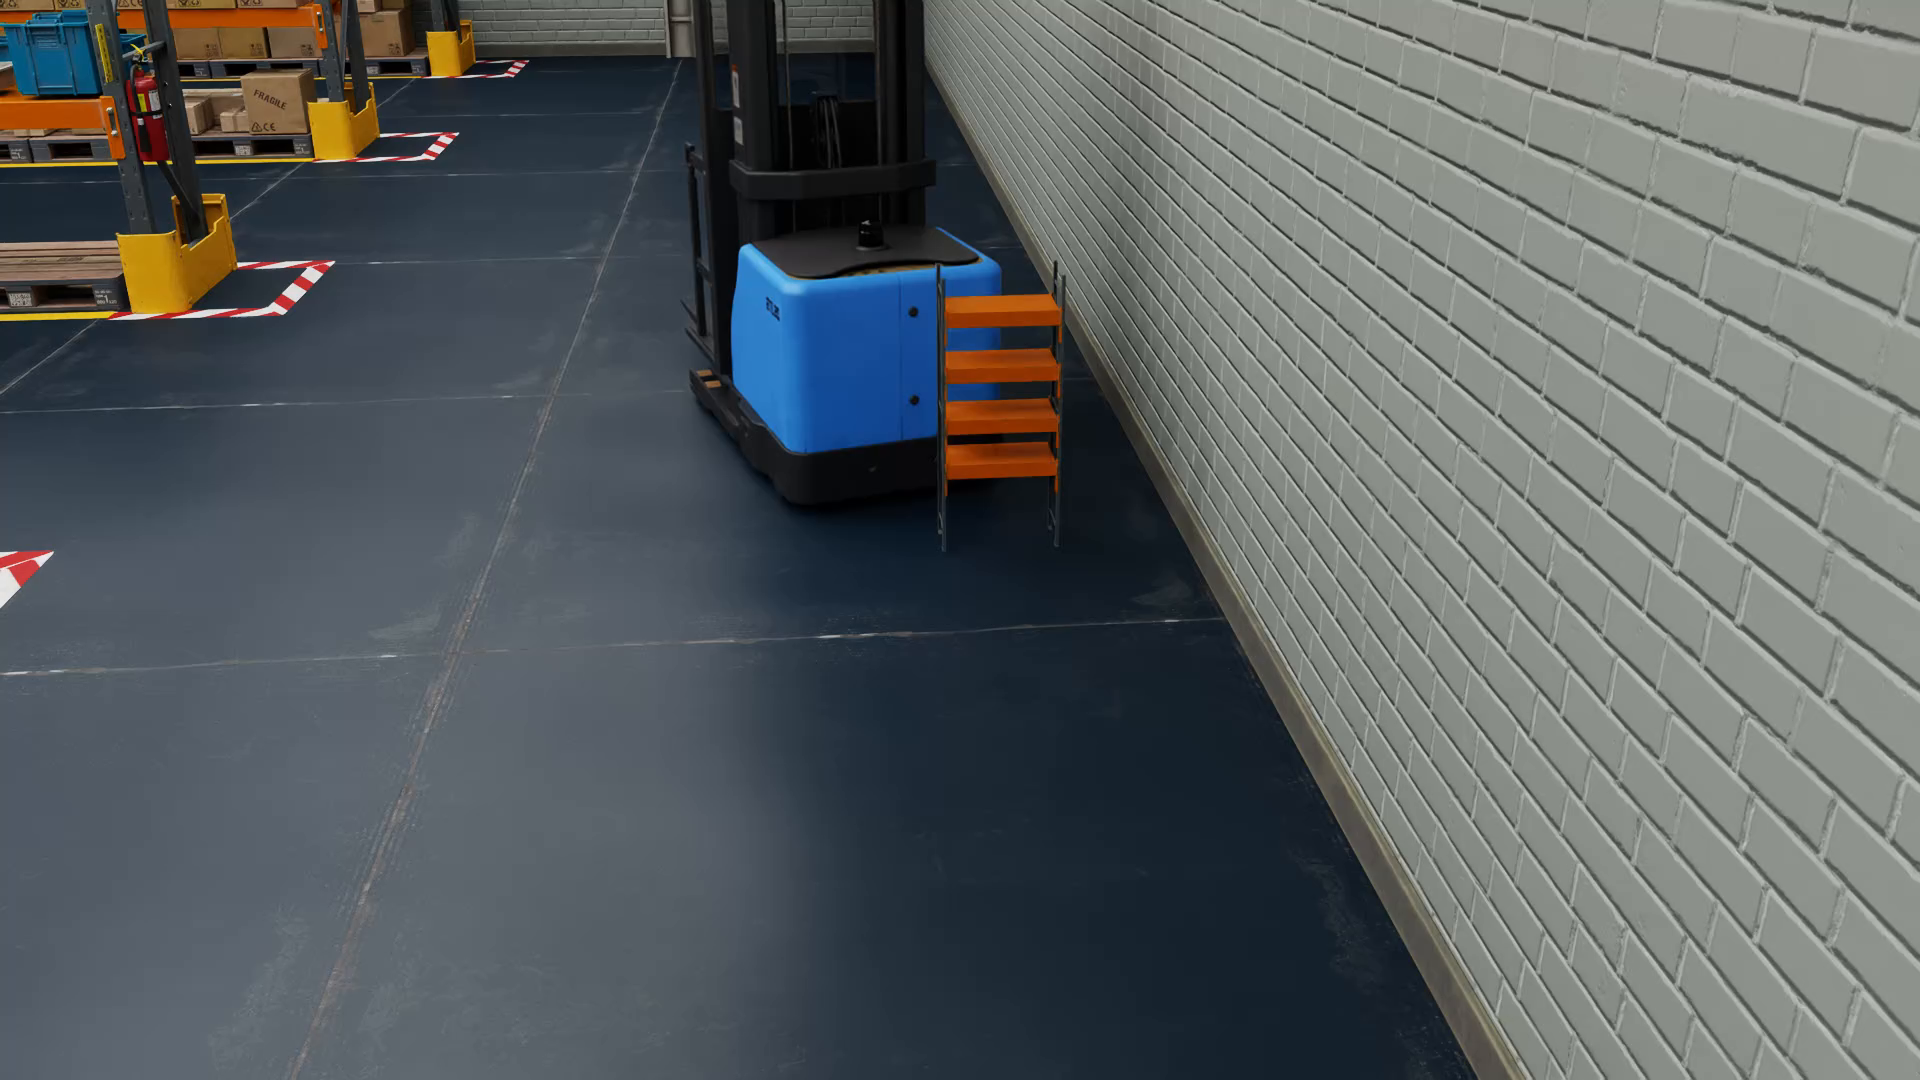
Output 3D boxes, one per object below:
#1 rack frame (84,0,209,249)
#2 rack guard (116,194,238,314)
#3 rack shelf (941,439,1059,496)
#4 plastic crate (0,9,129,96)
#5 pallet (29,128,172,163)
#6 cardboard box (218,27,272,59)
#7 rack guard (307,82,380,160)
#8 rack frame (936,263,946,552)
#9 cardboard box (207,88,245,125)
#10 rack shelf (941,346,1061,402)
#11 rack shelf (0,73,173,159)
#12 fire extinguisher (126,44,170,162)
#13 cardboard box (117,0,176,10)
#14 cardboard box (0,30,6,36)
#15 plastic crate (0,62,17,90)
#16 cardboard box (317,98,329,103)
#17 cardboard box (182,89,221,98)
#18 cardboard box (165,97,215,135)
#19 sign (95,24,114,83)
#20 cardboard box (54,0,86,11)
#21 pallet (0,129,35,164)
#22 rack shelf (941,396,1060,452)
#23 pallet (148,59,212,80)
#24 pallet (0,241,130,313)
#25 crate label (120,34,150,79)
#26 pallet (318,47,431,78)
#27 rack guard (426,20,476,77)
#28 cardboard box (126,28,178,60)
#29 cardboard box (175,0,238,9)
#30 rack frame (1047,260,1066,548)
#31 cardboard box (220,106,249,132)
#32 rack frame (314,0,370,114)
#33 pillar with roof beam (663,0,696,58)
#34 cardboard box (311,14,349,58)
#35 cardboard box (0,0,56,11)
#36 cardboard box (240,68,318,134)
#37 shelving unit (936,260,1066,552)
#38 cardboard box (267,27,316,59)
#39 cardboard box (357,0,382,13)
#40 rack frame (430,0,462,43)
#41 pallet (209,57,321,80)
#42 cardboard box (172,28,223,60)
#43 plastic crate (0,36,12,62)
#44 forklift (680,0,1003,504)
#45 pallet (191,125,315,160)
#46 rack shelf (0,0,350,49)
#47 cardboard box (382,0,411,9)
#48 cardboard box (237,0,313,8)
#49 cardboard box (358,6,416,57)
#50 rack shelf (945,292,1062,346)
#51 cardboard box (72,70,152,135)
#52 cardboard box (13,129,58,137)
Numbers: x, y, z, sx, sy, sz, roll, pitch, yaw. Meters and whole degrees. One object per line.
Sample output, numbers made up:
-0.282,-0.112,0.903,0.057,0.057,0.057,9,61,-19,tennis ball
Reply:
-5.125,-3.023,10.358,0.127,3.000,1.000,-2,24,-5,rack frame
-5.102,-1.887,10.880,0.348,0.500,1.175,-2,24,-5,rack guard
0.165,-0.312,7.129,0.480,0.148,0.258,-2,24,-5,rack shelf
-5.440,-2.978,10.139,0.499,0.435,0.616,-2,24,-5,plastic crate
-7.688,-3.668,15.244,1.213,0.211,1.003,-2,24,-5,pallet
-8.314,-5.944,19.491,0.500,0.500,0.700,-2,24,-4,cardboard box
-5.683,-3.880,15.364,0.348,0.500,1.175,-2,24,-5,rack guard
-0.078,-0.545,6.999,0.015,1.200,0.240,-2,24,-5,rack frame
-6.674,-4.043,15.497,0.500,0.250,0.500,-2,24,-5,cardboard box
0.165,-0.698,6.958,0.480,0.148,0.258,-2,24,-5,rack shelf
-7.115,-2.615,10.325,4.000,0.370,1.077,-2,24,-5,rack shelf
-4.930,-2.640,10.050,0.183,0.674,0.296,-2,24,-5,fire extinguisher
-7.040,-4.903,14.466,0.500,0.500,0.500,-2,24,-5,cardboard box
-10.713,-5.999,19.183,0.750,0.750,0.750,-2,24,-5,cardboard box
-5.918,-2.824,10.162,0.243,0.136,0.396,-2,24,-5,plastic crate
-6.058,-4.046,15.628,0.250,0.149,0.380,-2,24,-5,cardboard box
-7.172,-4.023,15.452,0.500,0.250,0.500,-2,24,-5,cardboard box
-7.073,-3.823,15.002,0.500,0.250,0.500,-2,24,-5,cardboard box
-5.054,-2.876,9.827,0.005,0.325,0.100,-2,24,-5,sign
-7.541,-4.883,14.421,0.500,0.500,0.500,-3,24,-6,cardboard box
-8.905,-3.618,15.131,1.213,0.211,1.003,-2,24,-5,pallet
0.165,-0.493,7.048,0.480,0.148,0.258,-2,24,-5,rack shelf
-9.315,-5.592,19.572,1.213,0.211,1.003,-2,24,-5,pallet
-5.949,-1.732,10.886,1.213,0.211,1.003,-2,24,-5,pallet
-5.403,-3.097,10.658,0.303,0.233,0.416,-2,24,-5,crate label
-6.886,-5.690,19.791,1.213,0.211,1.003,-2,24,-5,pallet
-6.075,-5.886,19.878,0.348,0.500,1.175,-2,24,-5,rack guard
-9.325,-5.906,19.405,0.500,0.500,0.700,-2,24,-4,cardboard box
-6.543,-4.921,14.505,0.500,0.500,0.500,-2,24,-5,cardboard box
0.408,-0.565,7.043,0.015,1.200,0.240,-2,24,-5,rack frame
-6.537,-3.831,15.122,0.250,0.166,0.380,-2,24,-5,cardboard box
-5.608,-5.025,14.863,0.127,3.000,1.000,-2,24,-5,rack frame
-3.073,-8.486,15.263,0.400,9.000,9.100,-2,24,-5,pillar with roof beam
-7.283,-5.989,19.591,0.500,0.500,0.700,-2,24,-5,cardboard box
-8.047,-4.862,14.373,0.500,0.500,0.500,-2,24,-5,cardboard box
-6.125,-3.963,15.009,0.500,0.500,0.500,-2,24,-5,cardboard box
0.165,-0.555,7.021,0.503,1.200,0.258,-2,24,-5,shelving unit
-7.784,-5.968,19.546,0.500,0.500,0.700,-3,24,-7,cardboard box
-6.895,-6.226,19.327,0.250,0.149,0.380,-3,24,-6,cardboard box
-6.098,-7.028,19.368,0.127,3.000,1.000,-2,24,-5,rack frame
-8.098,-5.642,19.684,1.213,0.211,1.003,-2,24,-5,pallet
-8.825,-5.925,19.447,0.500,0.500,0.700,-3,24,-6,cardboard box
-6.058,-3.071,10.598,0.300,0.233,0.416,-2,24,-5,plastic crate
-0.807,-2.069,8.297,1.130,2.935,3.031,-9,26,-19,forklift
-6.477,-3.716,15.350,1.213,0.211,1.003,-2,24,-5,pallet
-7.598,-4.617,14.830,4.000,0.370,1.077,-2,24,-5,rack shelf
-6.680,-6.391,19.698,0.250,0.149,0.380,-2,24,-5,cardboard box
-6.027,-4.943,14.555,0.500,0.500,0.500,-2,24,-4,cardboard box
-6.785,-6.009,19.636,0.500,0.500,0.700,-2,24,-5,cardboard box
0.165,-0.914,6.862,0.480,0.148,0.258,-2,24,-5,rack shelf
-7.719,-4.003,15.095,0.637,0.503,0.797,-2,24,-5,cardboard box
-8.290,-3.740,14.918,0.250,0.166,0.380,-2,24,-5,cardboard box
